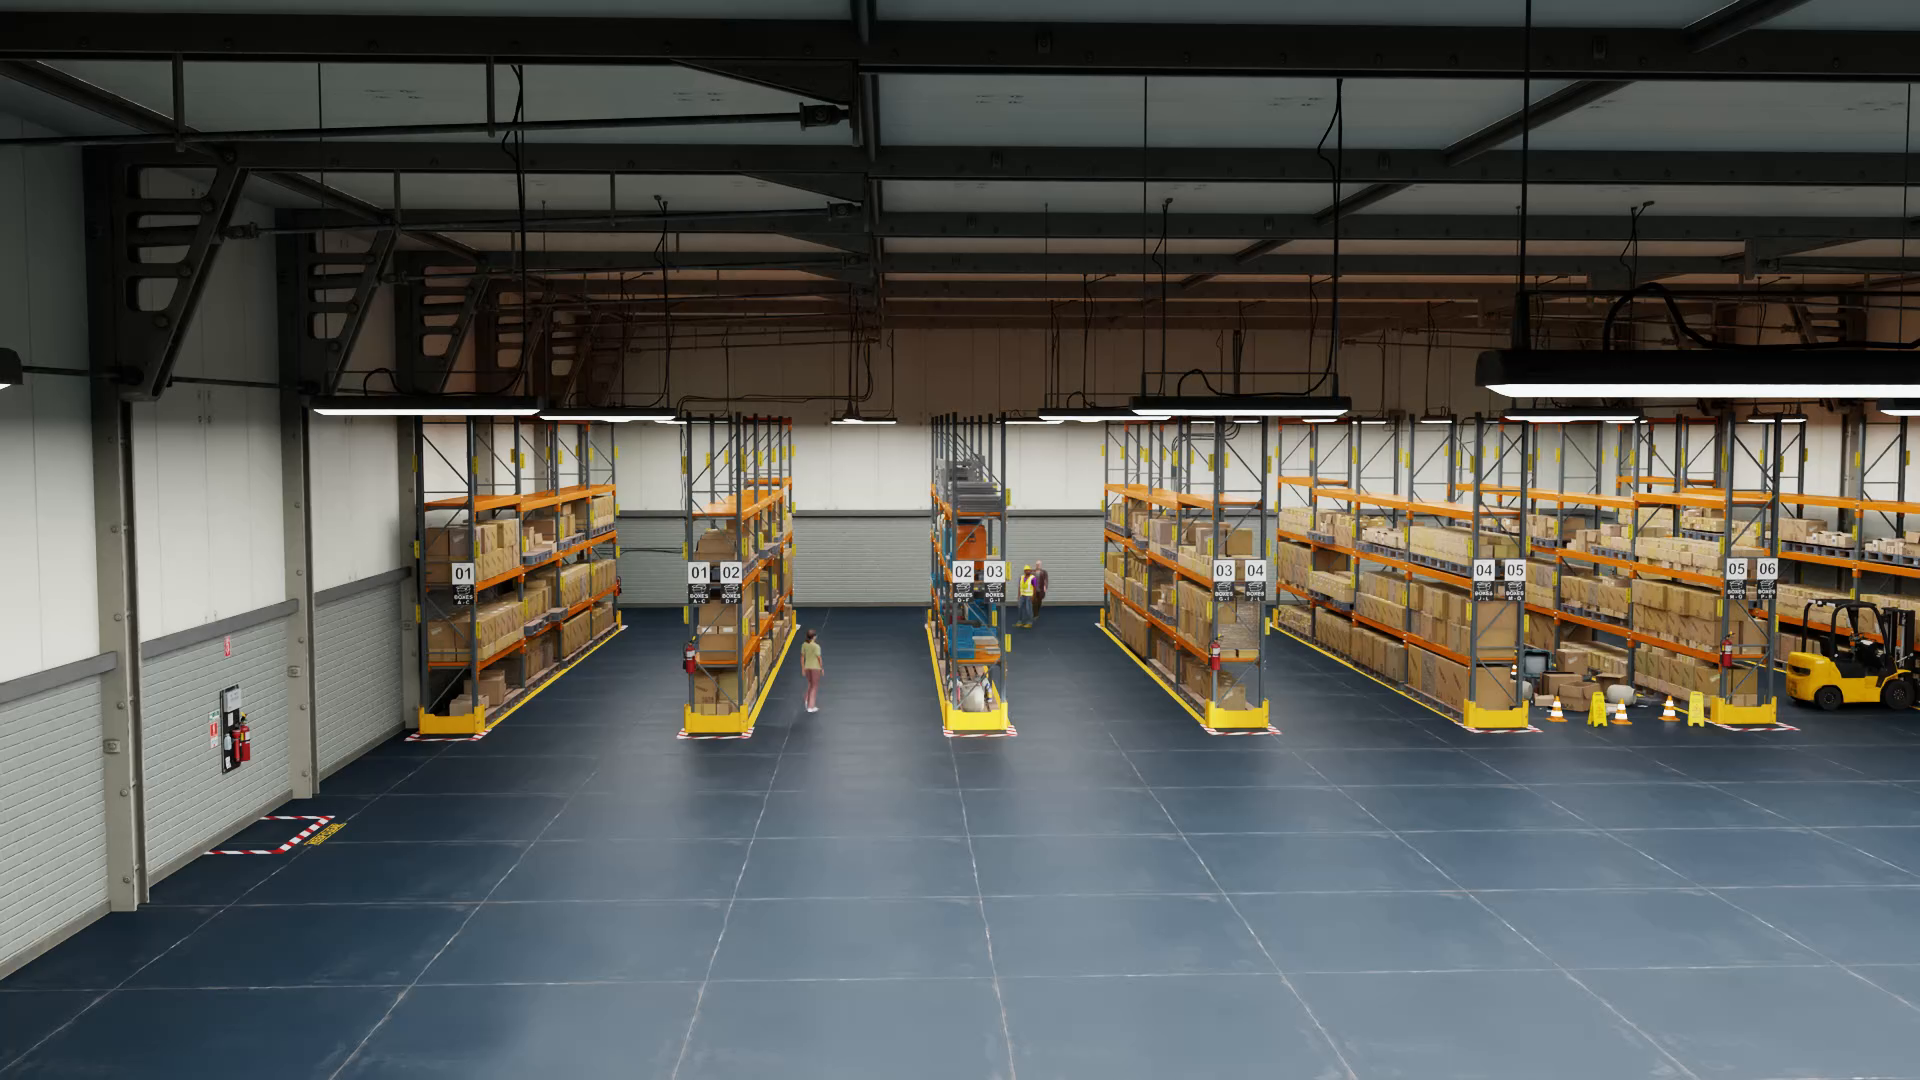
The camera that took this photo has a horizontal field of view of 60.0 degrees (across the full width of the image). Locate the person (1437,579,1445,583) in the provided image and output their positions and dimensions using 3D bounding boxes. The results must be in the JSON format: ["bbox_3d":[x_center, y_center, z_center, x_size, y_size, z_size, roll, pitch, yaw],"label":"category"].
[{"bbox_3d":[14.376,1.539,49.316,0.825,1.649,0.557,1,4,10],"label":"person"}]

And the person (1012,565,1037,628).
[{"bbox_3d":[1.852,1.609,47.528,0.392,1.787,0.732,-4,5,-43],"label":"person"}]

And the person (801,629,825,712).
[{"bbox_3d":[-2.929,2.613,33.323,0.463,1.677,0.453,2,5,30],"label":"person"}]

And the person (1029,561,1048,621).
[{"bbox_3d":[2.303,1.536,49.479,0.650,1.831,0.872,0,4,-6],"label":"person"}]
